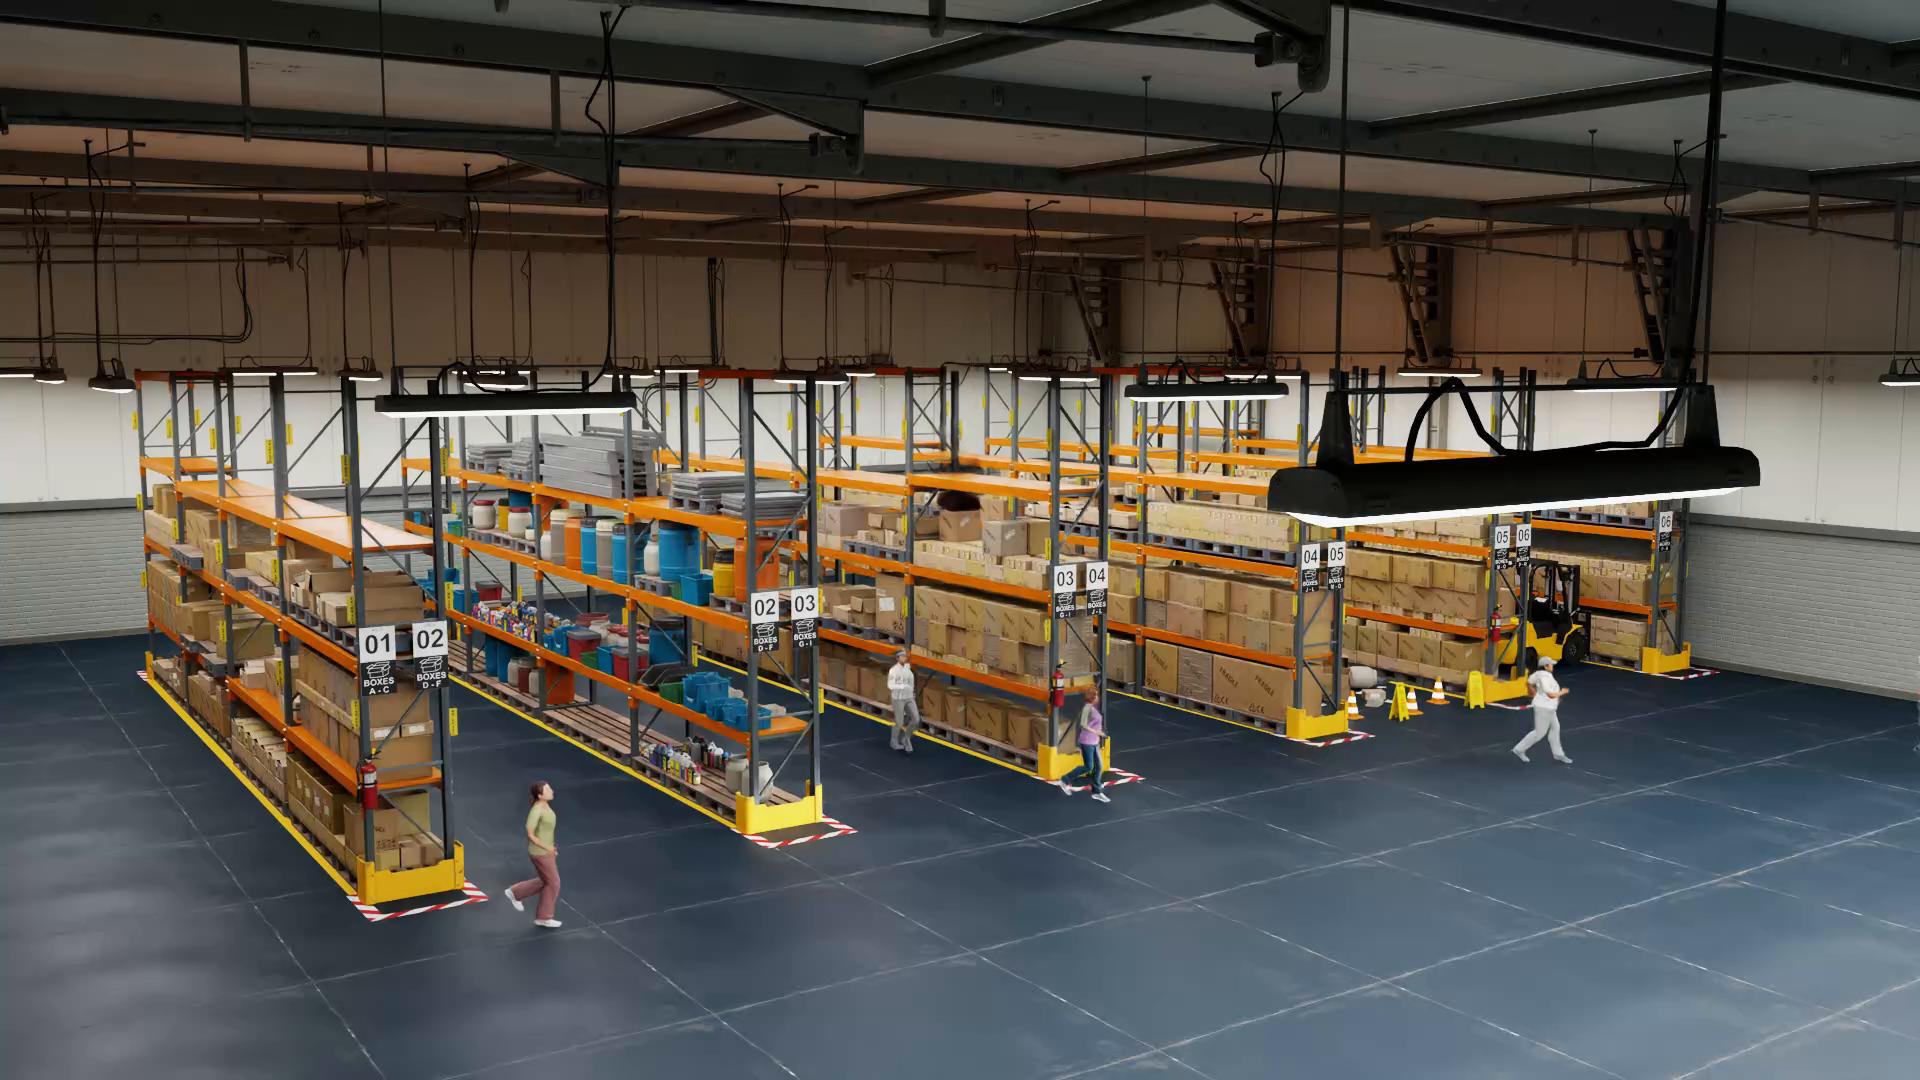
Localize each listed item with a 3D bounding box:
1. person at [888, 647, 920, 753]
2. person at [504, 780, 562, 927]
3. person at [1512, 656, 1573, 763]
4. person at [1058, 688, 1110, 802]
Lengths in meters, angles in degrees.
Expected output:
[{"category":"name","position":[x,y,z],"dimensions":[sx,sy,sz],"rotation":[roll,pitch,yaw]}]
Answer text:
[{"category":"person","position":[-0.869,2.536,26.284],"dimensions":[0.594,1.712,0.638],"rotation":[-5,8,-38]},{"category":"person","position":[-4.730,3.462,18.379],"dimensions":[0.622,1.656,0.594],"rotation":[0,6,-4]},{"category":"person","position":[8.971,2.606,25.526],"dimensions":[0.925,1.668,0.609],"rotation":[1,7,11]},{"category":"person","position":[1.803,2.892,23.620],"dimensions":[0.742,1.596,0.572],"rotation":[2,7,17]}]
